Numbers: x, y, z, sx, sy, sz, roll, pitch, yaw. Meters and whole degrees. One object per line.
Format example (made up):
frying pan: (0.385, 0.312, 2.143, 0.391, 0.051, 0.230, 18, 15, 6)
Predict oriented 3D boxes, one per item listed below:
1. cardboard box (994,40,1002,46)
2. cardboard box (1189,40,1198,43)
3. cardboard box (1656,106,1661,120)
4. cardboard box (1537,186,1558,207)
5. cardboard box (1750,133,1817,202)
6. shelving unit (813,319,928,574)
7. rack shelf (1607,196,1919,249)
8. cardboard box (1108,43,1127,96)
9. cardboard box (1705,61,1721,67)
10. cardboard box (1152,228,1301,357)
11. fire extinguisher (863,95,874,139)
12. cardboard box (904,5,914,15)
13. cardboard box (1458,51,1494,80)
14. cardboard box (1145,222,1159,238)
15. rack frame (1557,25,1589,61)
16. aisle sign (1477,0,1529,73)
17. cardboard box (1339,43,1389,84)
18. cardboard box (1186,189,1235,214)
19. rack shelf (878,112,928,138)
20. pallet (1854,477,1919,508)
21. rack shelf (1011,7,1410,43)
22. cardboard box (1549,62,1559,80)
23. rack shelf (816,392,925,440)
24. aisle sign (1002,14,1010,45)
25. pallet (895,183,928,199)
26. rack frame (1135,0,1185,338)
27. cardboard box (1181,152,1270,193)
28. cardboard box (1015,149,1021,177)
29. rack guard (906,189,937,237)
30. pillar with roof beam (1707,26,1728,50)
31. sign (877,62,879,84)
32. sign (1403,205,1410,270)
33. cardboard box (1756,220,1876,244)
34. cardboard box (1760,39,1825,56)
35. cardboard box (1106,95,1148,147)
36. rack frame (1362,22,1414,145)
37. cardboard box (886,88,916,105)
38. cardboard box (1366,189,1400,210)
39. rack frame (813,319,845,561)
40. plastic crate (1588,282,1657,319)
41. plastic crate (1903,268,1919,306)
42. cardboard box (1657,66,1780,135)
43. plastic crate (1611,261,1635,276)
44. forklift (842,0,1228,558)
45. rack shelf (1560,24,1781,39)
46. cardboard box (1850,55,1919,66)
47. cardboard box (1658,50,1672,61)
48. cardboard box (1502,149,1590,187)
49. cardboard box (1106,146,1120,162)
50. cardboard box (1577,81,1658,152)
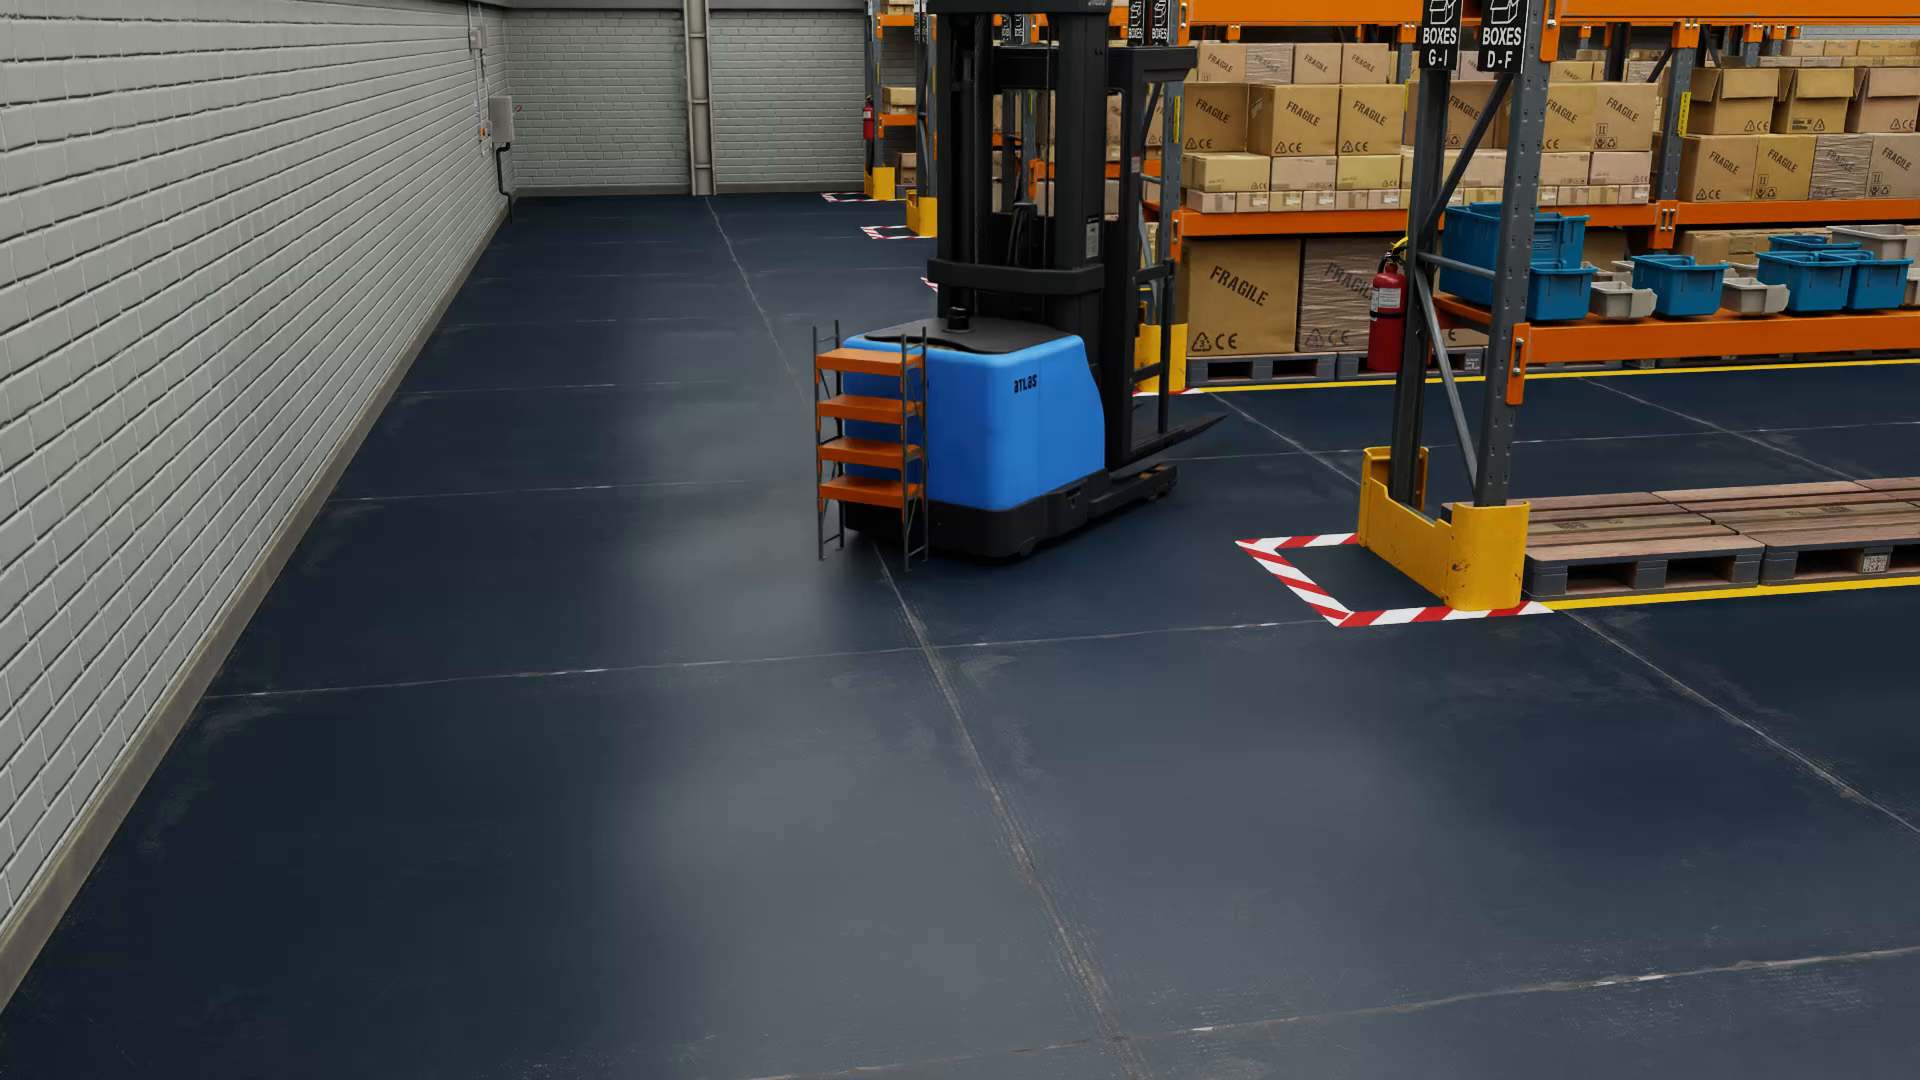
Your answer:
cardboard box: (0.486, -6.358, 21.424, 0.250, 0.149, 0.380, -3, 17, -9)
cardboard box: (2.970, -6.532, 21.990, 0.250, 0.149, 0.380, -3, 17, -9)
cardboard box: (7.539, -4.623, 17.960, 0.250, 0.149, 0.380, -3, 17, -9)
cardboard box: (4.377, -2.657, 12.780, 0.250, 0.149, 0.380, -3, 17, -9)
cardboard box: (6.364, -2.961, 13.172, 0.500, 0.500, 0.500, -3, 17, -10)
shelving unit: (-0.440, -0.469, 8.295, 0.503, 1.200, 0.258, 8, 19, 24)
rack shelf: (7.335, -2.699, 13.714, 4.000, 0.370, 1.077, -3, 17, -10)
cardboard box: (1.588, -4.790, 16.919, 0.500, 0.500, 0.500, -3, 17, -9)
cardboard box: (10.450, -6.504, 23.488, 0.500, 0.500, 0.500, -3, 17, -10)
cardboard box: (2.058, -1.952, 12.962, 0.875, 0.875, 0.875, -3, 17, -10)
fire extinguisher: (-1.438, -6.639, 26.086, 0.183, 0.674, 0.296, -3, 17, -10)
cardboard box: (-0.771, -8.283, 25.988, 0.250, 0.149, 0.380, -3, 17, -9)
cardboard box: (6.961, -6.432, 22.772, 0.500, 0.500, 0.500, -4, 17, -12)
cardboard box: (1.929, -3.262, 17.451, 0.250, 0.149, 0.380, -4, 18, -13)
rack frame: (10.401, -7.664, 28.656, 0.127, 3.000, 1.000, -3, 17, -10)
aisle sign: (2.370, -2.434, 7.199, 0.004, 0.787, 0.394, -3, 17, -10)
cardboard box: (4.120, -4.930, 17.376, 0.500, 0.500, 0.500, -4, 17, -12)
cardboard box: (1.855, -2.513, 12.312, 0.250, 0.149, 0.380, -3, 17, -10)
rack shelf: (0.583, -6.763, 26.948, 4.000, 0.370, 1.077, -3, 17, -10)
pallet: (5.597, -0.118, 8.837, 1.213, 0.211, 1.003, -3, 17, -10)
rack shelf: (2.566, -5.345, 17.222, 4.000, 0.370, 1.077, -3, 17, -10)
cardboard box: (7.905, -6.360, 23.017, 0.500, 0.500, 0.500, -4, 17, -12)
rack shelf: (-0.440, -0.618, 8.249, 0.480, 0.148, 0.258, 8, 19, 24)
aisle sign: (0.474, -5.469, 17.081, 0.004, 0.787, 0.394, -3, 17, -10)
pallet: (-0.524, -5.712, 27.049, 1.213, 0.211, 1.003, -3, 17, -10)
rack frame: (1.444, -2.708, 12.521, 0.127, 3.000, 1.000, -3, 17, -10)
cardboard box: (1.967, -2.728, 12.333, 0.500, 0.250, 0.500, -4, 17, -12)
cardboard box: (1.103, -6.103, 27.114, 0.500, 0.500, 0.700, -4, 18, -13)
rack guard: (-0.459, -4.369, 22.185, 0.348, 0.500, 1.175, -3, 17, -10)
pillar with roof beam: (14.291, -9.735, 25.180, 0.400, 9.000, 9.100, -3, 17, -10)
sign: (-1.278, -7.253, 25.844, 0.005, 0.325, 0.100, -3, 17, -10)
sign: (2.264, -1.516, 8.362, 0.005, 0.325, 0.100, -3, 17, -10)
cardboard box: (6.873, -2.208, 13.794, 0.875, 0.875, 1.225, -4, 17, -12)
cardboard box: (11.820, -6.864, 23.669, 0.500, 0.500, 0.700, -3, 17, -11)
cardboard box: (1.617, -4.316, 17.079, 0.500, 0.500, 0.500, -3, 17, -10)
rack frame: (4.530, -4.367, 17.920, 0.127, 3.000, 1.000, -3, 17, -10)
cardboard box: (-0.884, -7.014, 26.288, 0.500, 0.250, 0.500, -3, 17, -10)
cardboard box: (3.117, -2.585, 12.548, 0.250, 0.149, 0.380, -3, 17, -11)
rack frame: (-0.660, -0.500, 8.396, 0.015, 1.200, 0.240, 8, 19, 24)
plastic crate: (3.019, -1.096, 7.618, 0.298, 0.136, 0.250, -3, 17, -10)
plastic crate: (4.659, -1.222, 8.029, 0.466, 0.136, 0.293, -3, 17, -10)
cardboard box: (5.997, -3.496, 13.208, 0.637, 0.503, 0.797, -4, 17, -12)
plastic crate: (3.438, -1.293, 8.259, 0.243, 0.136, 0.396, -3, 17, -10)
forklift: (0.610, -1.689, 9.320, 1.130, 2.935, 3.031, 11, 20, 32)
rack shelf: (9.383, -7.212, 23.301, 4.000, 0.370, 1.077, -3, 17, -10)
cardboard box: (10.401, -5.224, 18.837, 0.500, 0.500, 0.700, -3, 17, -11)
cardboard box: (9.997, -6.779, 23.278, 0.250, 0.149, 0.380, -4, 18, -13)
cardboard box: (4.480, -2.872, 12.802, 0.500, 0.250, 0.500, -3, 17, -9)
cardboard box: (1.499, -3.973, 17.066, 0.250, 0.149, 0.380, -4, 17, -12)
cardboard box: (4.971, -3.257, 12.780, 0.500, 0.500, 0.500, -3, 17, -9)
